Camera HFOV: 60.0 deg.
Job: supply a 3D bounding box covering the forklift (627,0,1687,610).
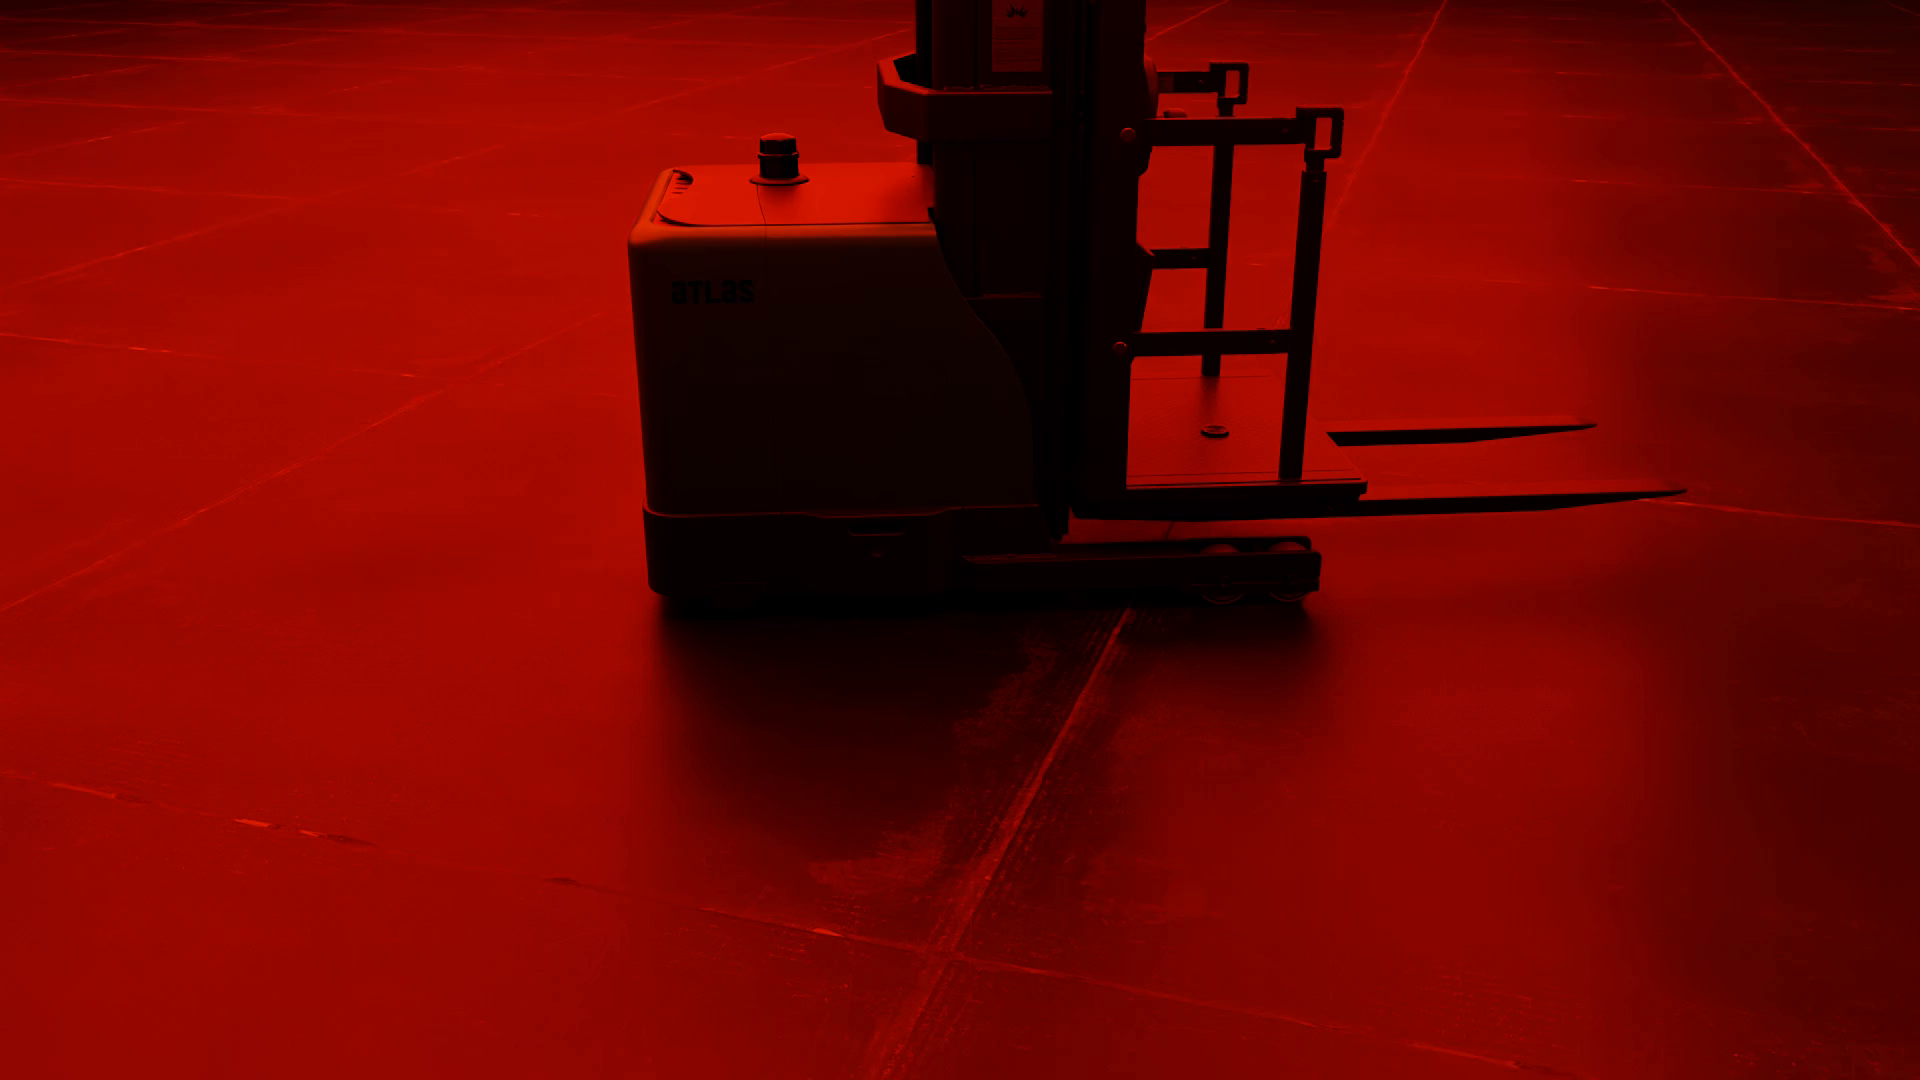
[{"bbox_3d":[0.606,-1.374,4.608,3.031,2.935,1.130,-2,23,-4],"label":"forklift"}]
